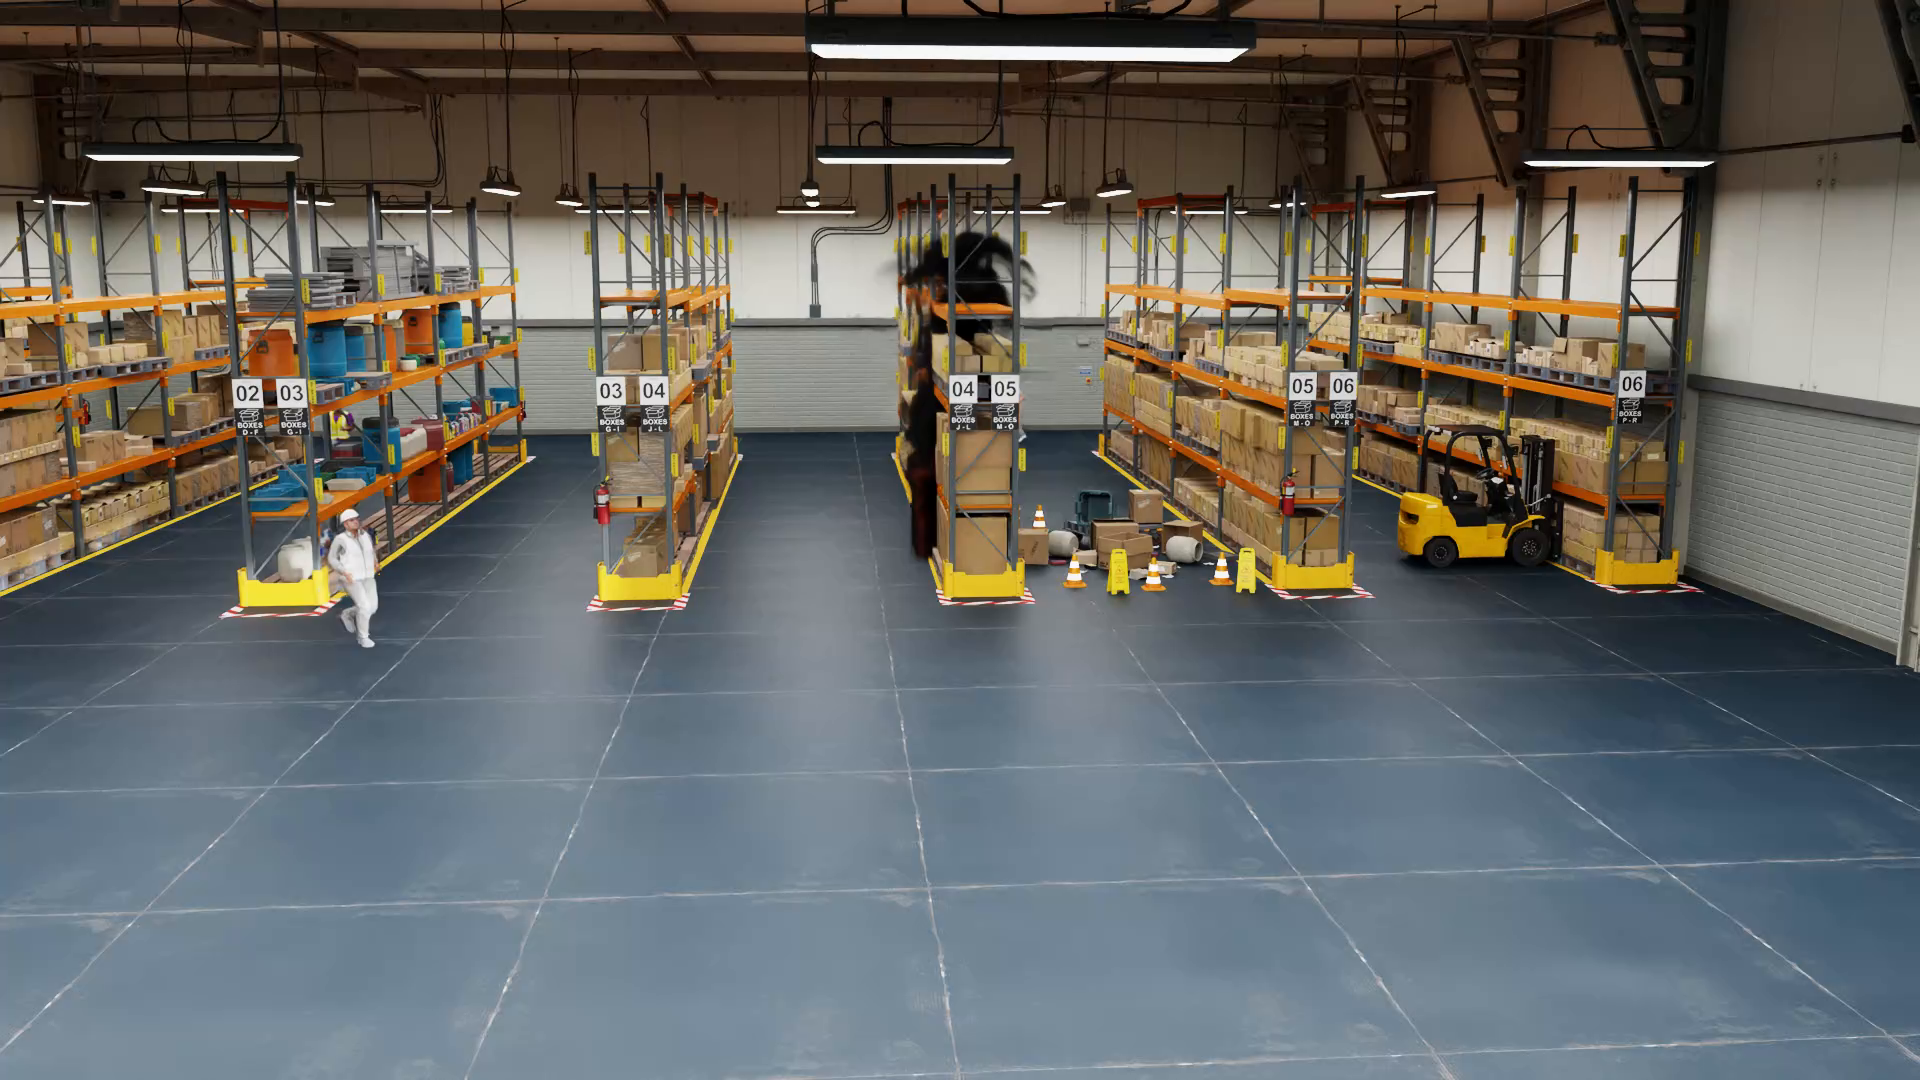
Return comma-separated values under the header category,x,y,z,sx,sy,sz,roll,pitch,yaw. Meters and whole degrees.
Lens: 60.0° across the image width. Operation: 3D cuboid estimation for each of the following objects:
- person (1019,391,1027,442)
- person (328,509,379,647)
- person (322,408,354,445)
category,x,y,z,sx,sy,sz,roll,pitch,yaw
person,1.301,-3.262,42.331,0.833,1.716,0.556,-4,11,-22
person,-7.679,0.469,21.102,0.625,1.750,0.659,6,12,32
person,-13.384,-2.147,35.824,0.668,1.809,0.826,-3,10,-16
